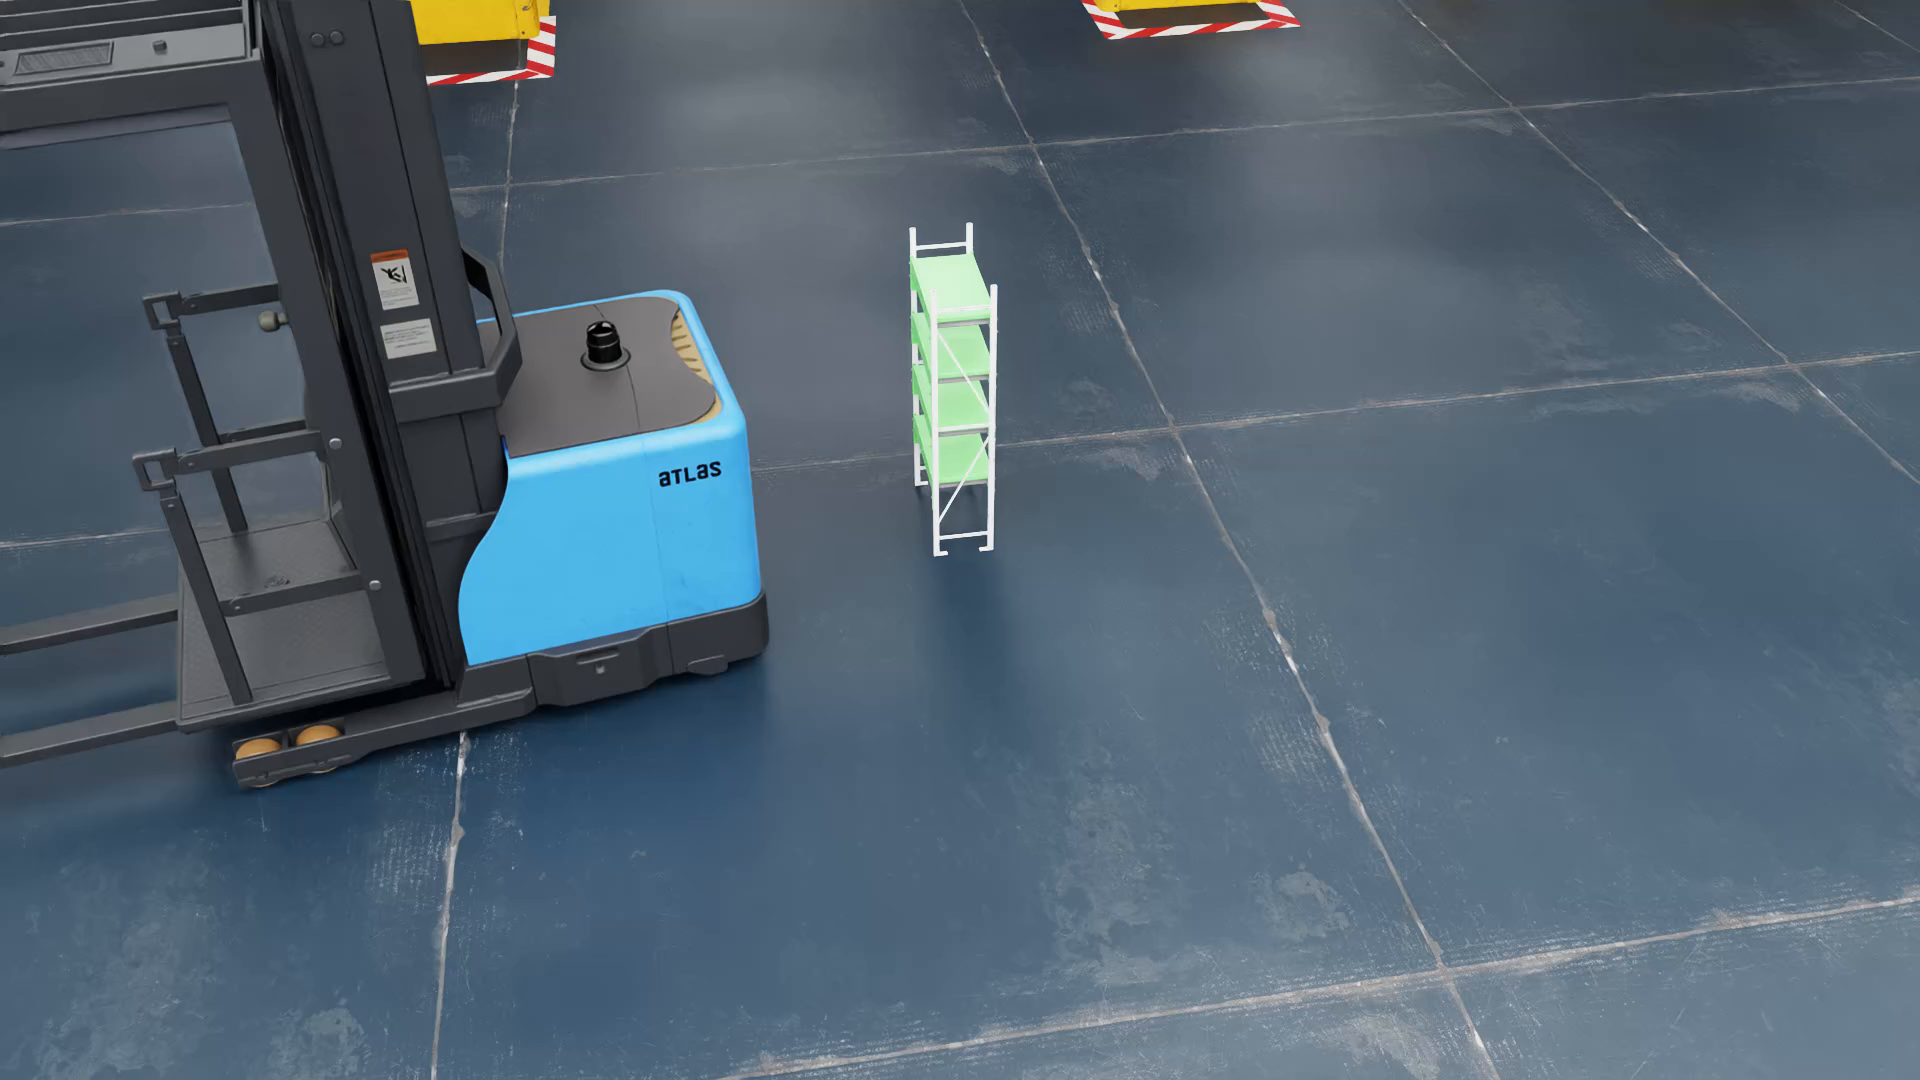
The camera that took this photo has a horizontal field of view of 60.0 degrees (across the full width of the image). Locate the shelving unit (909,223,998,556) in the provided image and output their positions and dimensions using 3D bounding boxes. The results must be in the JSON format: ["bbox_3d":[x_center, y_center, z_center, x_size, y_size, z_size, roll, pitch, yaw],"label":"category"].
[{"bbox_3d":[-0.029,-0.574,6.511,0.258,1.200,0.503,-6,38,-8],"label":"shelving unit"}]

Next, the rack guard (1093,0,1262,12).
[{"bbox_3d":[1.517,-3.985,11.472,1.175,0.500,0.348,-6,38,-8],"label":"rack guard"}]

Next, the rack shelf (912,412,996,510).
[{"bbox_3d":[-0.029,-0.334,6.697,0.258,0.148,0.480,-6,38,-8],"label":"rack shelf"}]

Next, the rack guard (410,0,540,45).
[{"bbox_3d":[-3.402,-3.573,10.941,1.175,0.500,0.348,-6,38,-8],"label":"rack guard"}]

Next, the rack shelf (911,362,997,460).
[{"bbox_3d":[-0.029,-0.523,6.550,0.258,0.148,0.480,-6,38,-8],"label":"rack shelf"}]

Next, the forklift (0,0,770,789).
[{"bbox_3d":[-2.278,-0.683,5.240,3.031,2.935,1.130,-12,40,-15],"label":"forklift"}]

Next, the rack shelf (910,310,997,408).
[{"bbox_3d":[-0.029,-0.713,6.403,0.258,0.148,0.480,-6,38,-8],"label":"rack shelf"}]

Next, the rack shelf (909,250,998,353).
[{"bbox_3d":[-0.029,-0.902,6.255,0.258,0.148,0.480,-6,38,-8],"label":"rack shelf"}]

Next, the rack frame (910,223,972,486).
[{"bbox_3d":[-0.072,-0.721,6.700,0.240,1.200,0.015,-6,38,-8],"label":"rack frame"}]

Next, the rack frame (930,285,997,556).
[{"bbox_3d":[0.014,-0.426,6.321,0.240,1.200,0.015,-6,38,-8],"label":"rack frame"}]
